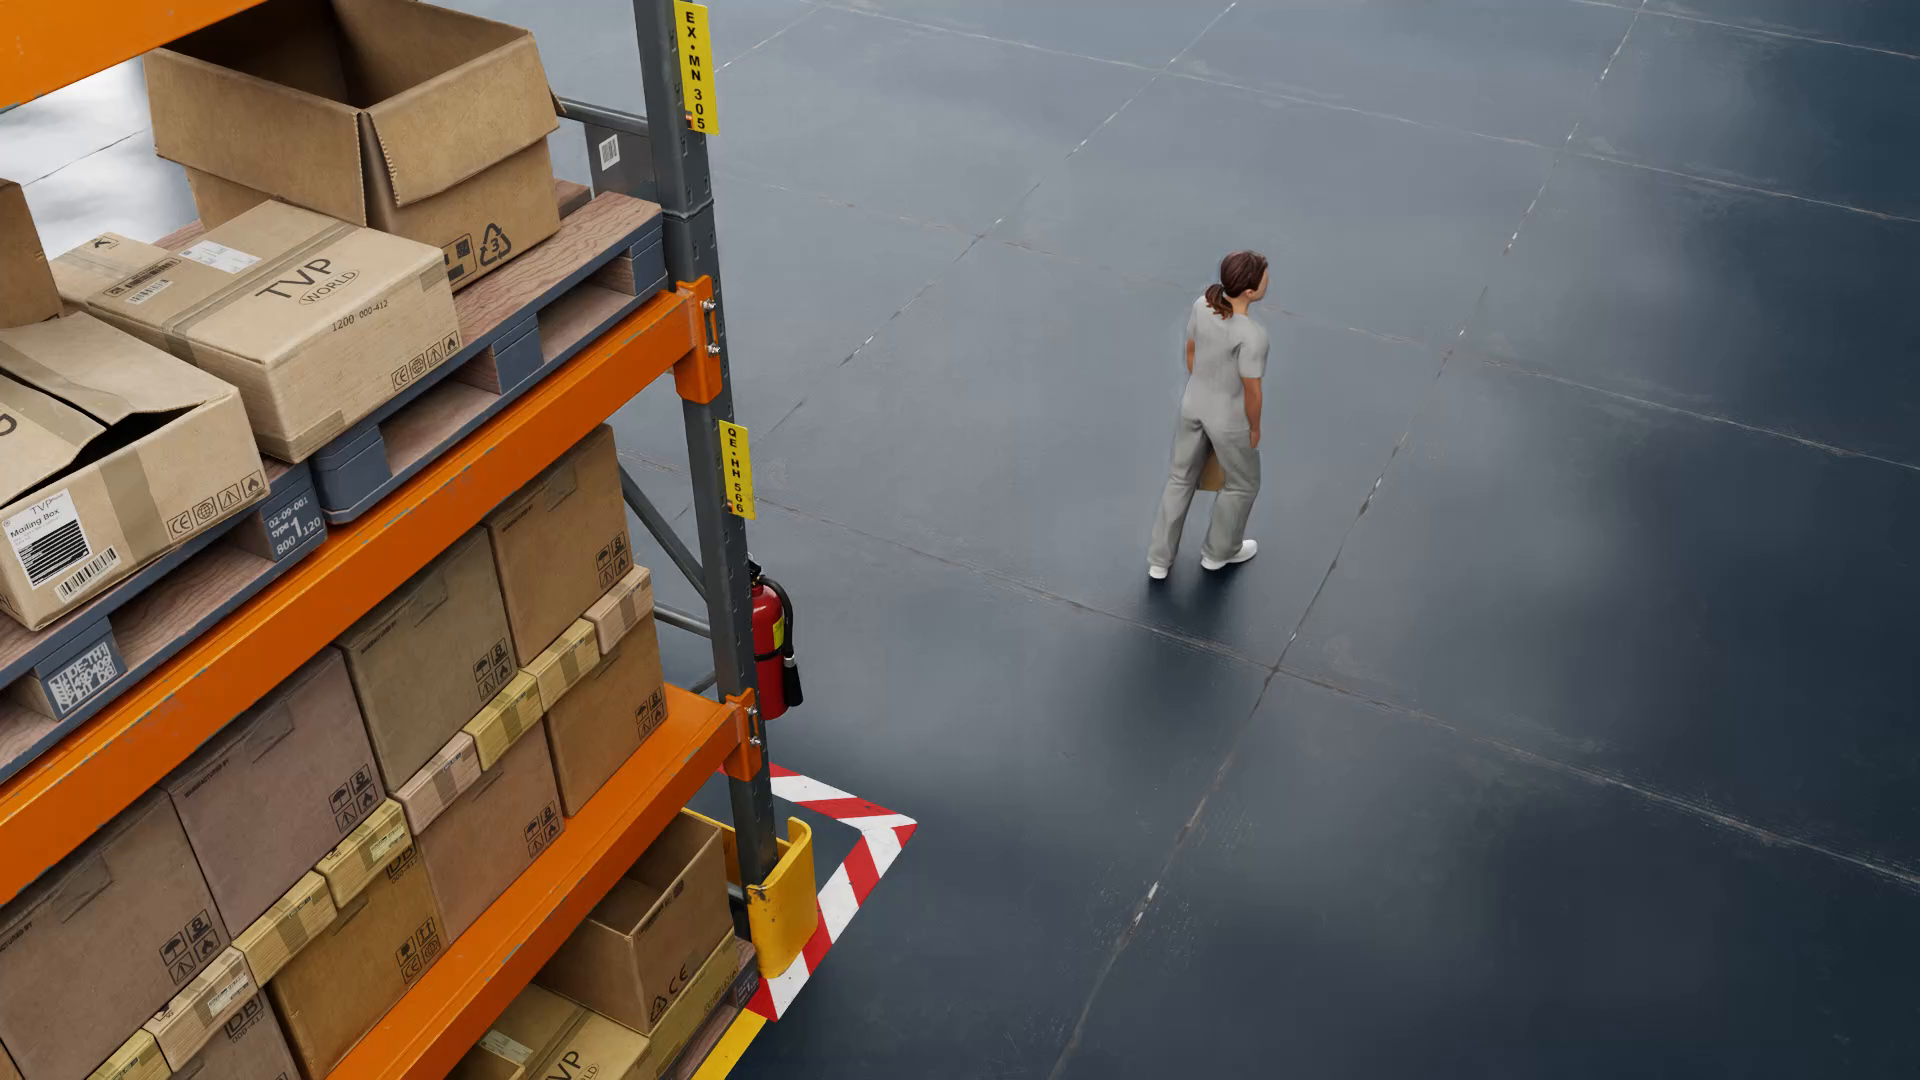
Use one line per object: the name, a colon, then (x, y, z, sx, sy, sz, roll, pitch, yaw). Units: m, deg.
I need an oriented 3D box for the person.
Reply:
person: (1.148, -0.542, 7.447, 0.577, 1.662, 0.468, -27, 45, -30)
